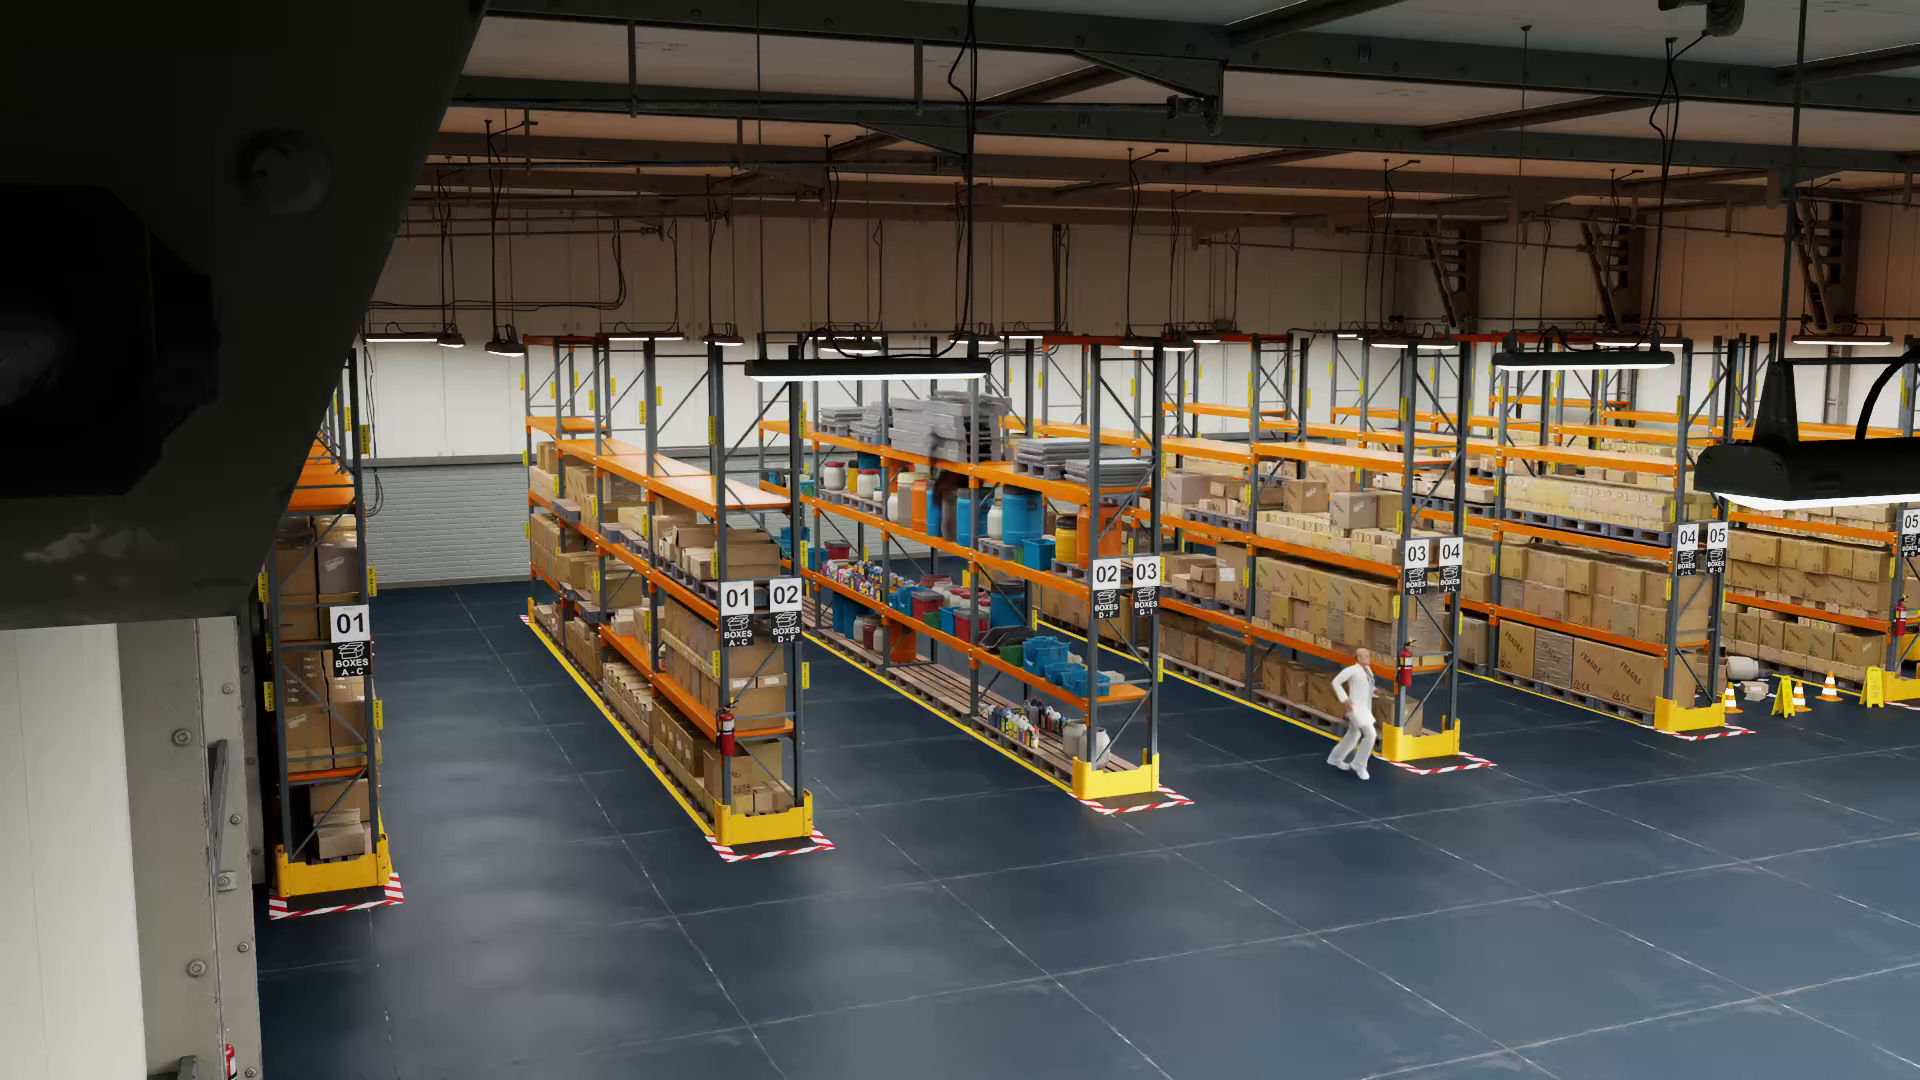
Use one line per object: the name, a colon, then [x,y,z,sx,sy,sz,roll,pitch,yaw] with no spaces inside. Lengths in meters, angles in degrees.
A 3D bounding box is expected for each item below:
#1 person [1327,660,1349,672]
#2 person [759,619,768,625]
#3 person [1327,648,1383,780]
person: [6.822,1.571,29.441,0.678,1.730,0.591,-4,9,-30]
person: [-3.655,1.541,29.775,0.606,1.776,0.821,-4,8,-26]
person: [5.519,2.407,23.162,0.784,1.834,0.681,6,9,36]
